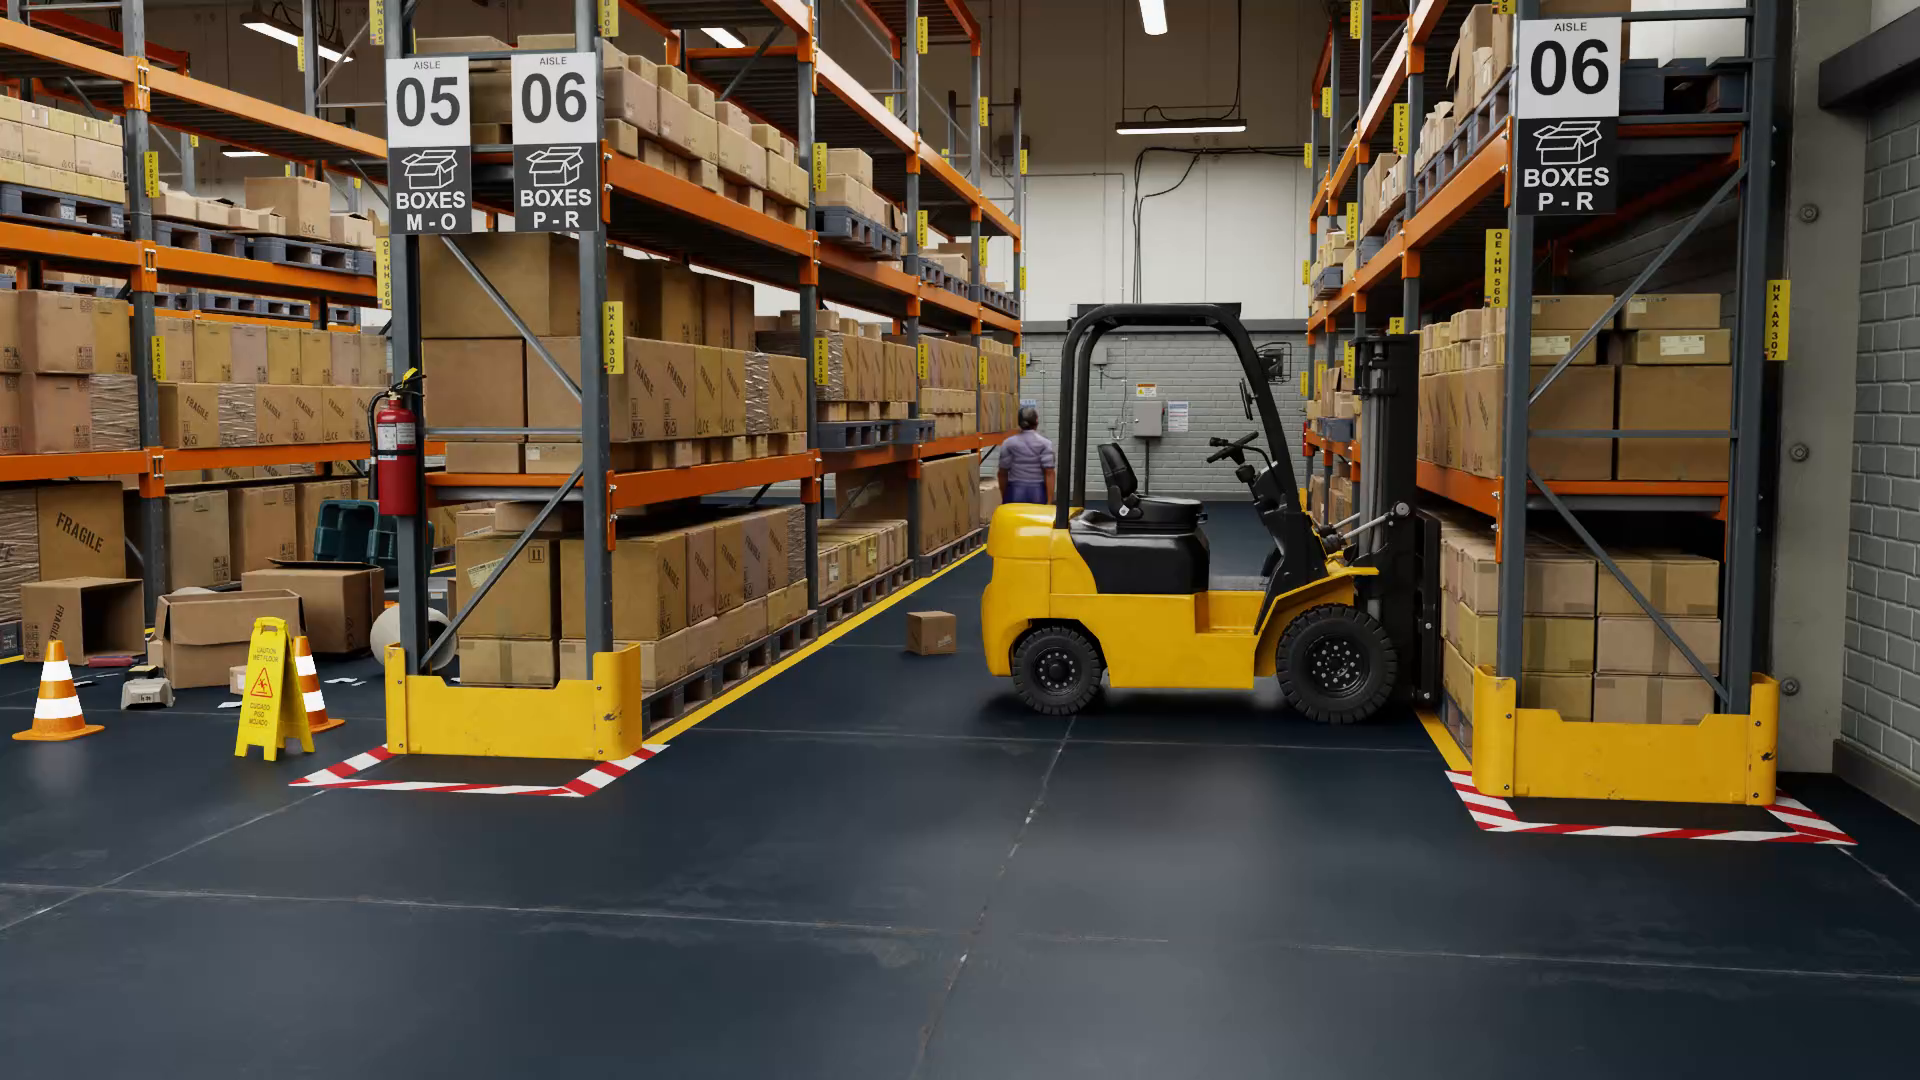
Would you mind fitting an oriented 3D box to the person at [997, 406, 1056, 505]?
[{"bbox_3d":[0.558,-0.326,13.895,0.491,1.587,1.004,0,5,4],"label":"person"}]
